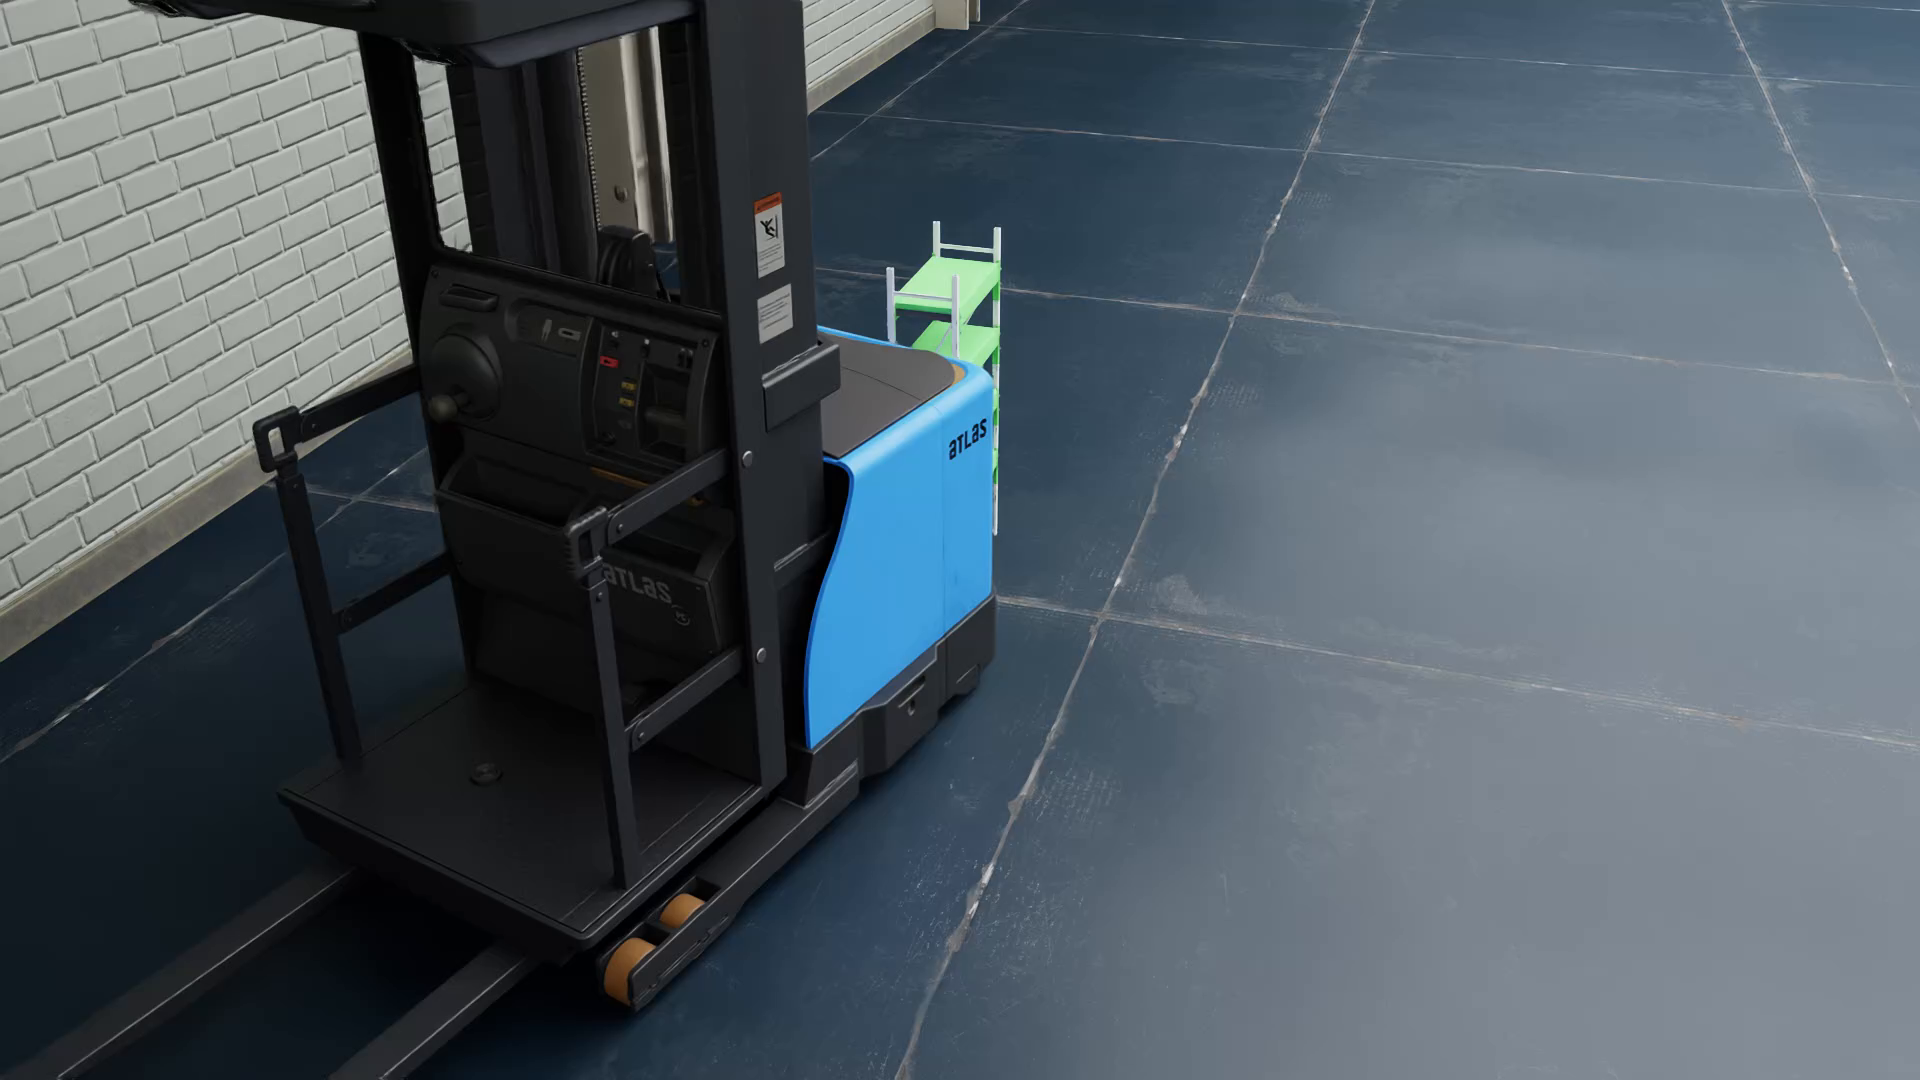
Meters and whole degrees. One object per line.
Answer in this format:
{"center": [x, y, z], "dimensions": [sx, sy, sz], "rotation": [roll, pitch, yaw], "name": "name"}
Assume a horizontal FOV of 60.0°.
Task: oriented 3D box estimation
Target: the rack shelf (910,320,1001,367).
{"center": [-0.049, -0.601, 5.734], "dimensions": [0.258, 0.148, 0.480], "rotation": [8, 30, 15], "name": "rack shelf"}

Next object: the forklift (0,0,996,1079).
{"center": [-1.084, -0.375, 3.909], "dimensions": [1.130, 2.935, 3.031], "rotation": [17, 33, 27], "name": "forklift"}

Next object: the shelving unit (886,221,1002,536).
{"center": [-0.049, -0.447, 5.820], "dimensions": [0.258, 1.200, 0.503], "rotation": [8, 30, 15], "name": "shelving unit"}

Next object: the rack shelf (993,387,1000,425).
{"center": [-0.049, -0.392, 5.851], "dimensions": [0.258, 0.148, 0.480], "rotation": [8, 30, 15], "name": "rack shelf"}

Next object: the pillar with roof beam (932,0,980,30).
{"center": [4.082, -7.706, 10.847], "dimensions": [9.100, 9.000, 0.400], "rotation": [8, 30, 15], "name": "pillar with roof beam"}

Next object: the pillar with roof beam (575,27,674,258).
{"center": [2.321, -4.918, 5.834], "dimensions": [9.100, 9.000, 0.400], "rotation": [8, 30, 15], "name": "pillar with roof beam"}

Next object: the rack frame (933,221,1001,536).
{"center": [0.023, -0.561, 6.024], "dimensions": [0.240, 1.200, 0.015], "rotation": [8, 30, 15], "name": "rack frame"}

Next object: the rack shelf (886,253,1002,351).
{"center": [-0.049, -0.811, 5.618], "dimensions": [0.258, 0.148, 0.480], "rotation": [8, 30, 15], "name": "rack shelf"}

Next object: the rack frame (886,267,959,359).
{"center": [-0.120, -0.334, 5.616], "dimensions": [0.240, 1.200, 0.015], "rotation": [8, 30, 15], "name": "rack frame"}

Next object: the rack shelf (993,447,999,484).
{"center": [-0.049, -0.182, 5.968], "dimensions": [0.258, 0.148, 0.480], "rotation": [8, 30, 15], "name": "rack shelf"}
